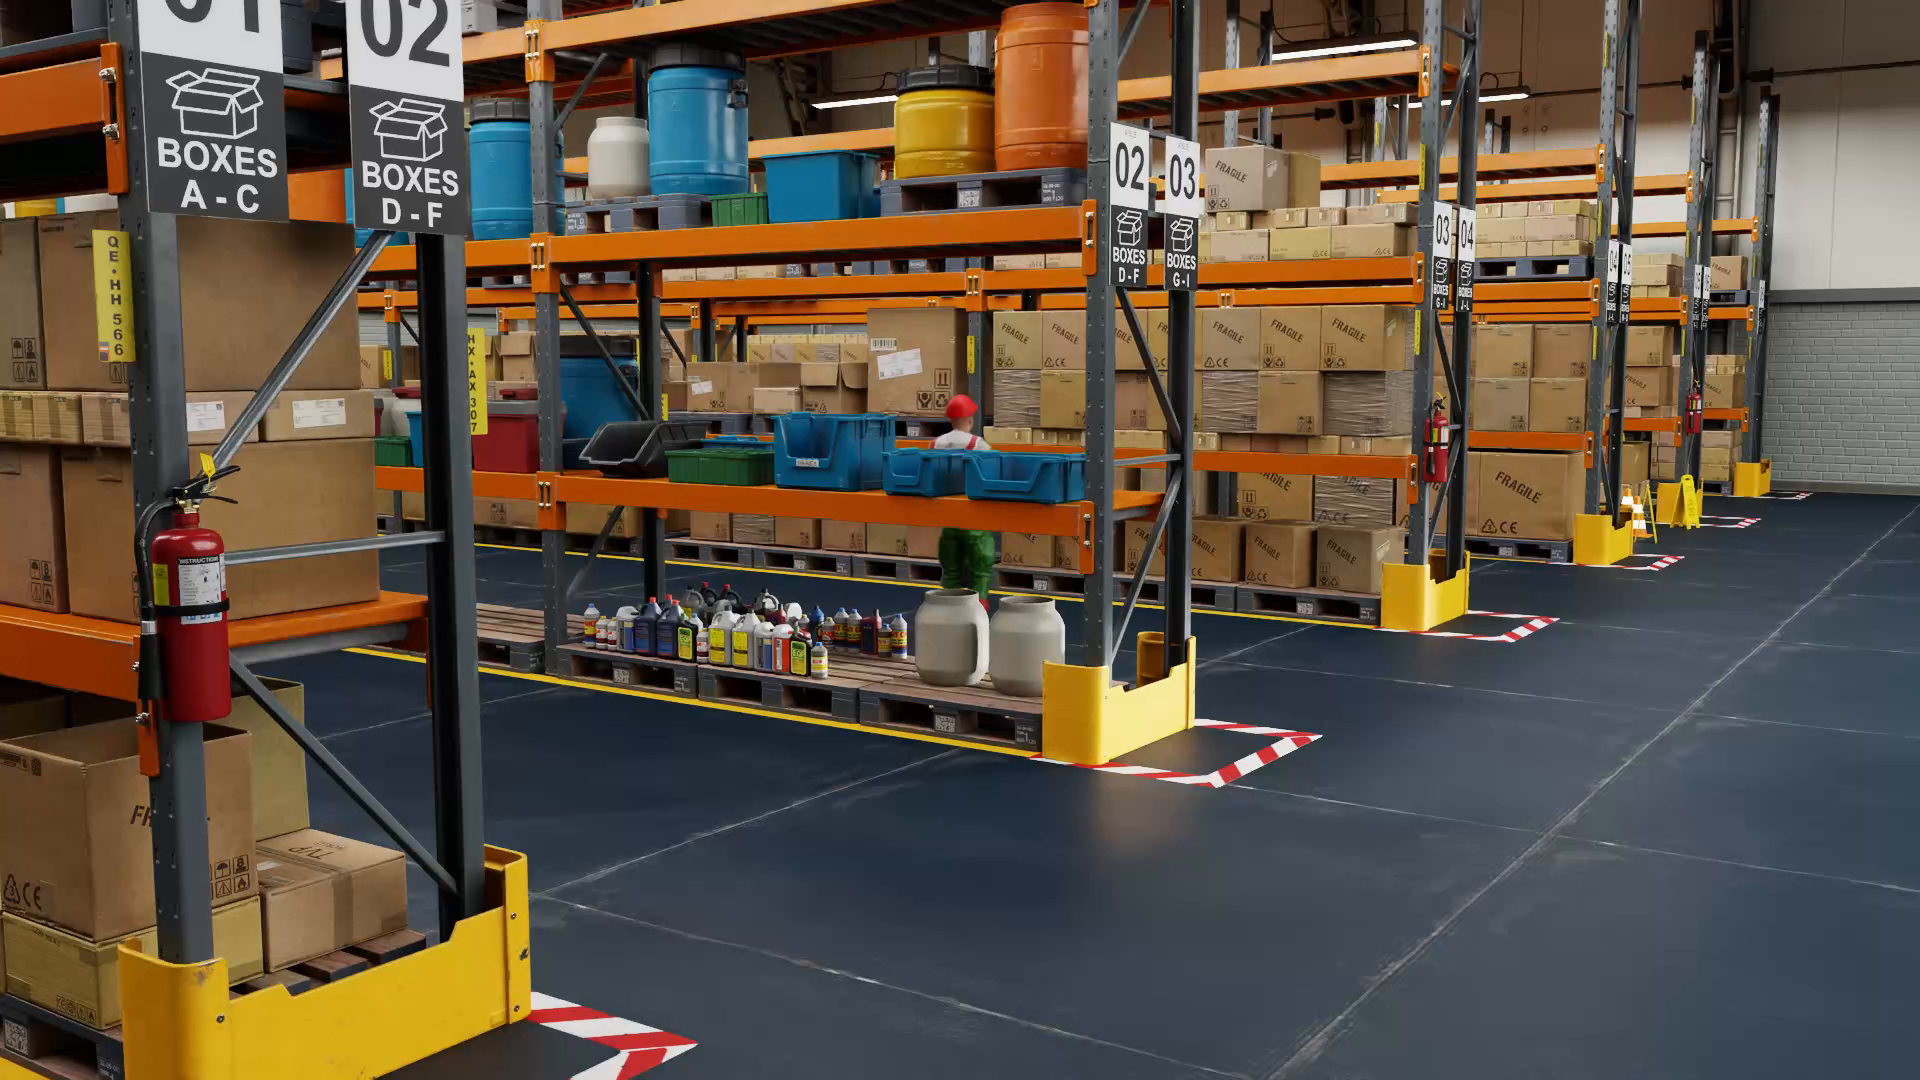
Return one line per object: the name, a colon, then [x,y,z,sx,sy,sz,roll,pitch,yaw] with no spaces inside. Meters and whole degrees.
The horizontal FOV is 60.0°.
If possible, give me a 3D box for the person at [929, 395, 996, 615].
person: [0.069,-0.142,11.890,0.524,1.794,0.529,4,7,33]
